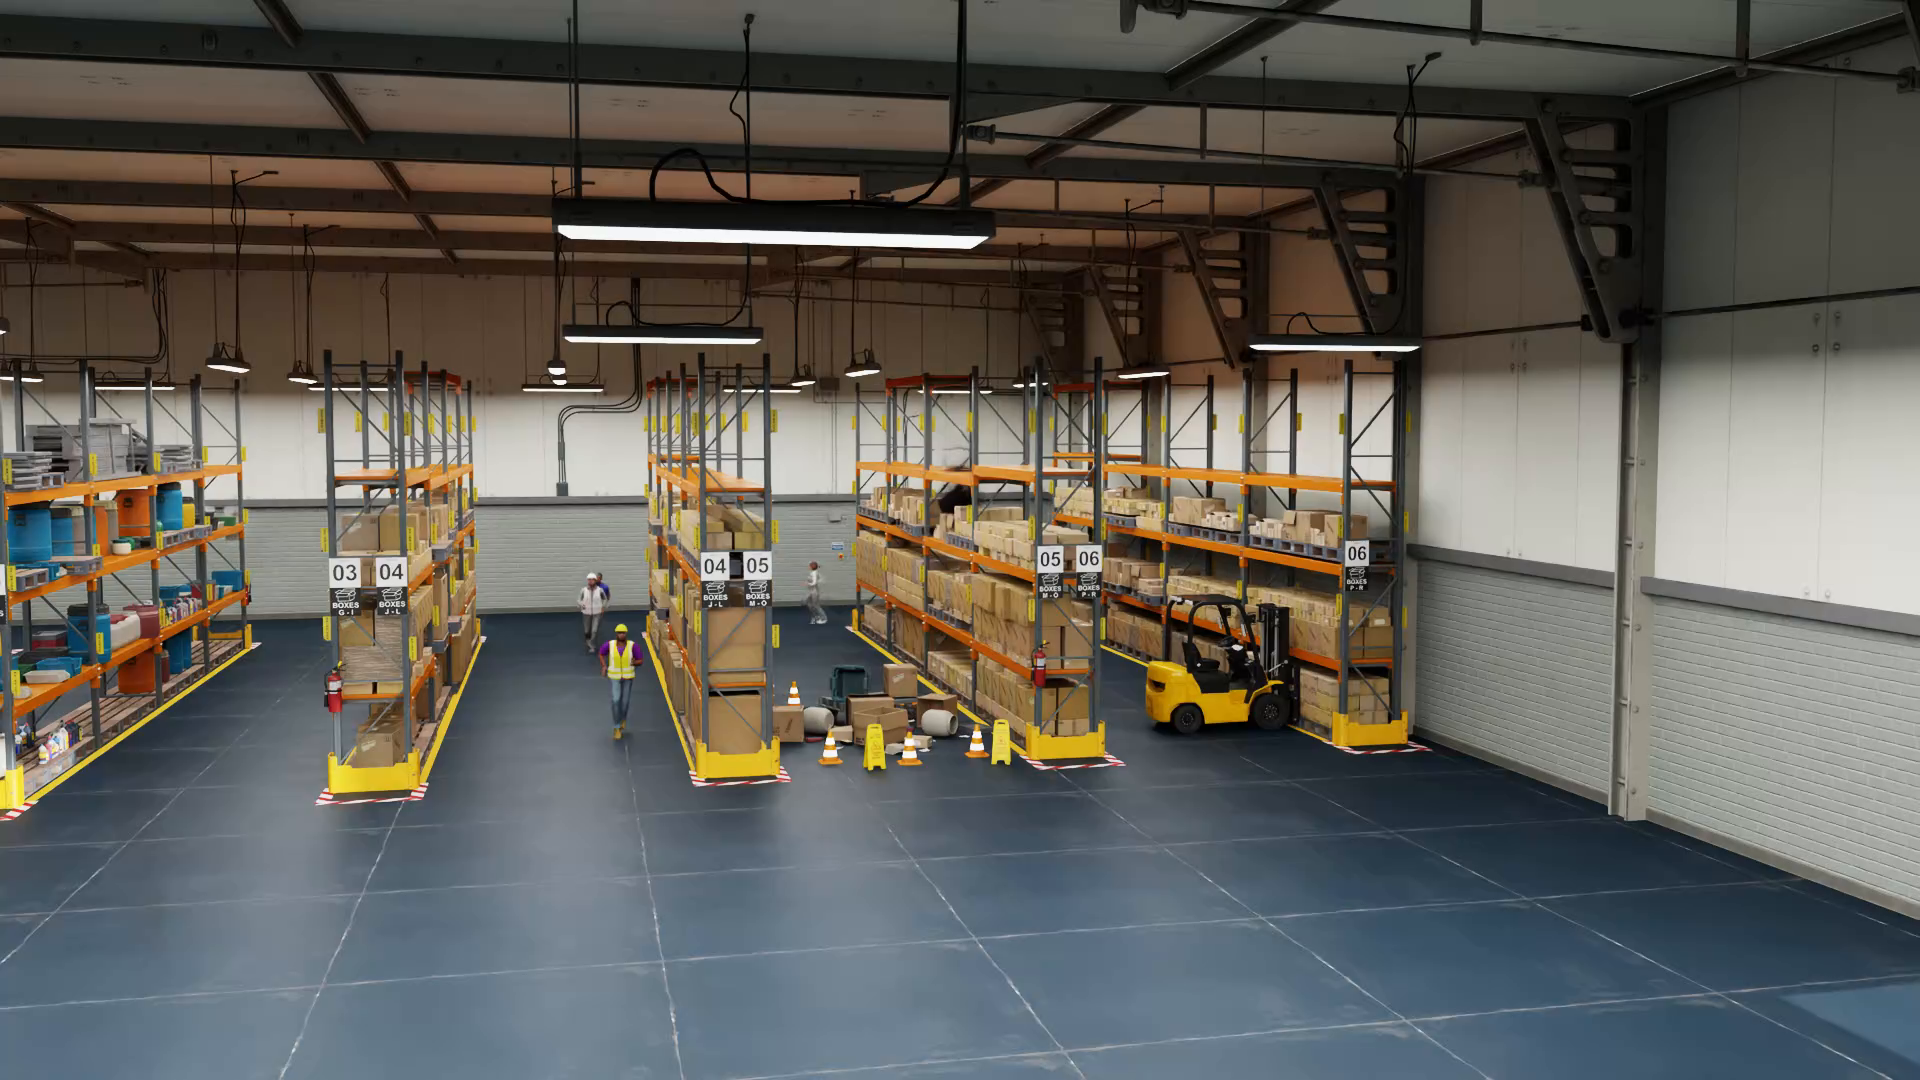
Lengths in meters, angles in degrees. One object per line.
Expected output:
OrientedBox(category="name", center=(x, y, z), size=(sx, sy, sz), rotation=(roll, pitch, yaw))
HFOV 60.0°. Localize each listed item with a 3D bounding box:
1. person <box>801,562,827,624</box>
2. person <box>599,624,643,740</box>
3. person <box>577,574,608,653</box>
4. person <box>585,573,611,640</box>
OrientedBox(category="person", center=(-3.649, 1.338, 41.490), size=(0.669, 1.570, 0.478), rotation=(-1, 4, -10))
OrientedBox(category="person", center=(-5.445, 2.257, 26.771), size=(0.678, 1.828, 0.813), rotation=(-1, 4, -18))
OrientedBox(category="person", center=(-8.068, 1.597, 36.517), size=(0.655, 1.731, 0.664), rotation=(-1, 4, -10))
OrientedBox(category="person", center=(-8.439, 1.544, 38.516), size=(0.584, 1.580, 0.554), rotation=(1, 4, 10))
